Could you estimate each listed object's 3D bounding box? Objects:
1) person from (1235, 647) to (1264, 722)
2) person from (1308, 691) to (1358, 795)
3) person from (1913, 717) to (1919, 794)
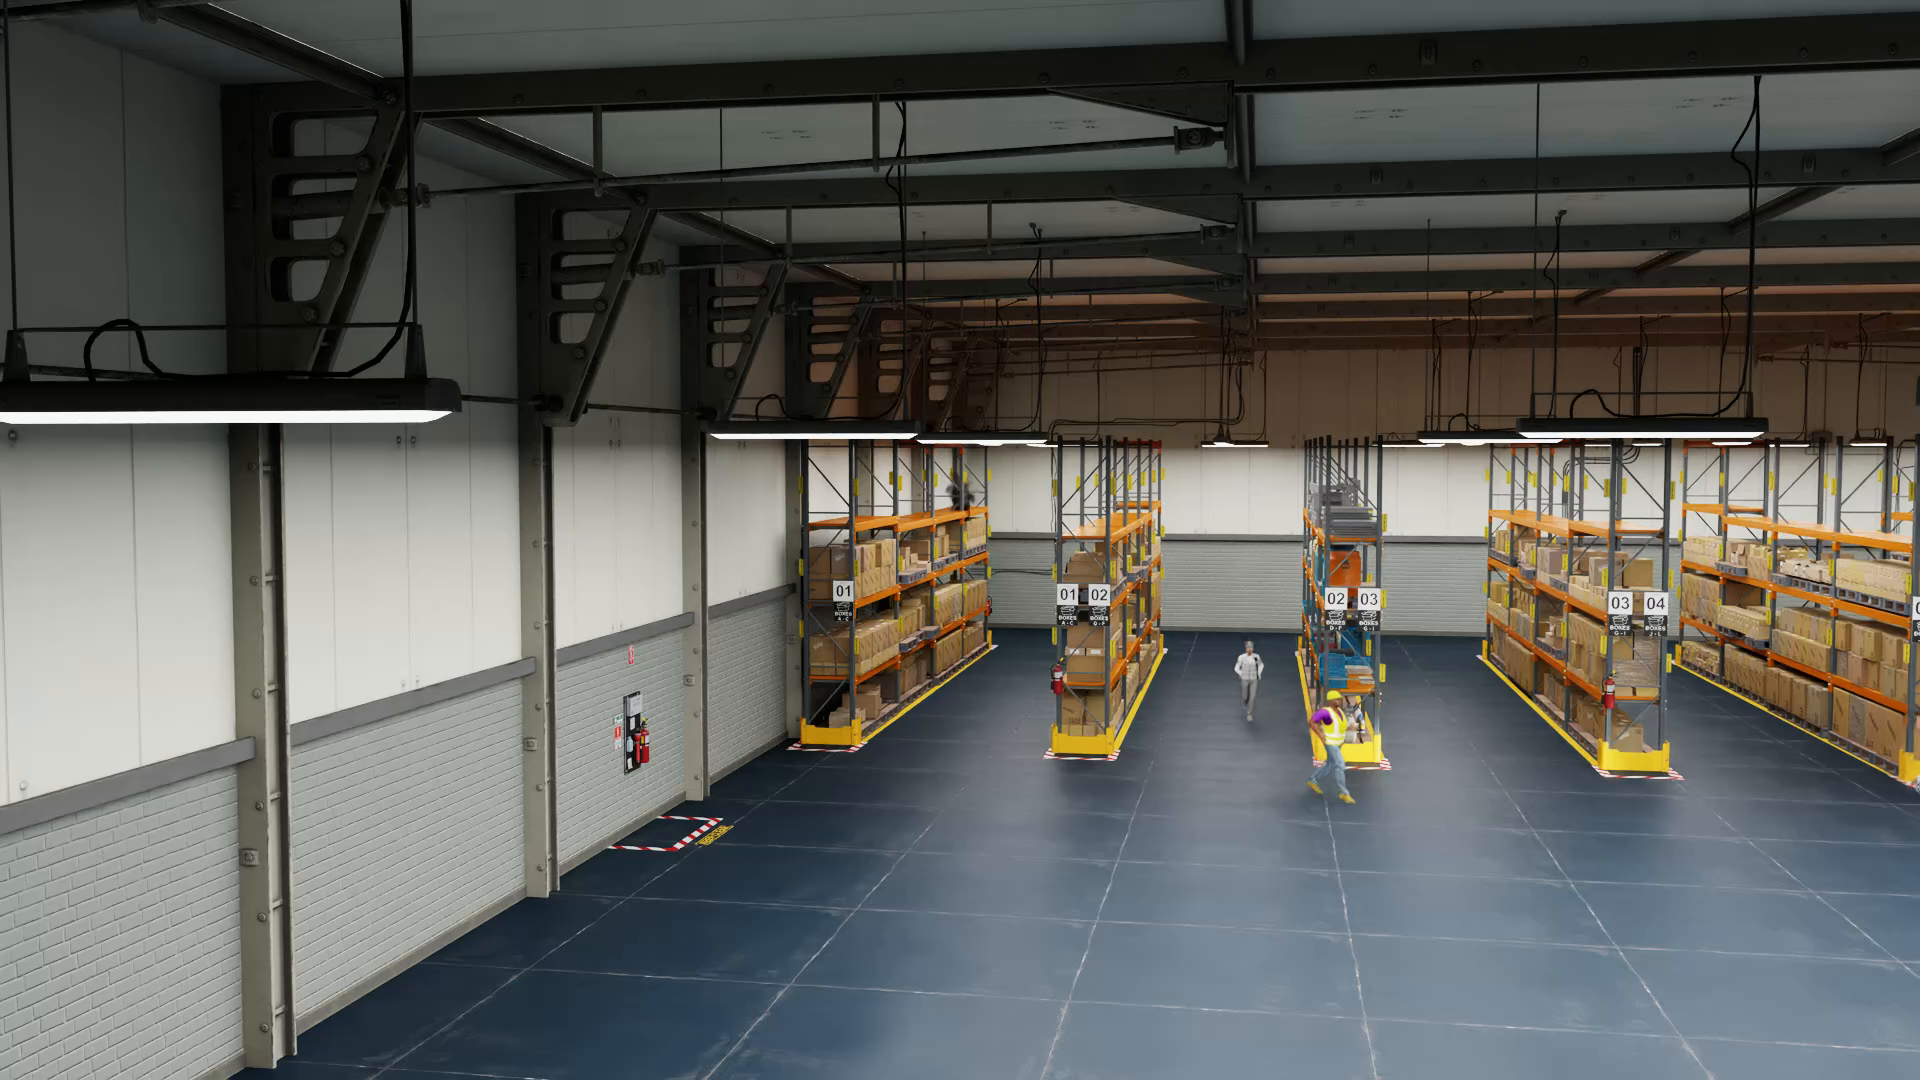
[{"bbox_3d":[6.165,3.006,35.412,0.617,1.648,0.808,0,3,6],"label":"person"},{"bbox_3d":[6.067,3.292,27.195,0.823,1.678,0.679,2,4,37],"label":"person"},{"bbox_3d":[16.120,3.376,27.326,0.684,1.741,0.556,-2,3,-27],"label":"person"}]
